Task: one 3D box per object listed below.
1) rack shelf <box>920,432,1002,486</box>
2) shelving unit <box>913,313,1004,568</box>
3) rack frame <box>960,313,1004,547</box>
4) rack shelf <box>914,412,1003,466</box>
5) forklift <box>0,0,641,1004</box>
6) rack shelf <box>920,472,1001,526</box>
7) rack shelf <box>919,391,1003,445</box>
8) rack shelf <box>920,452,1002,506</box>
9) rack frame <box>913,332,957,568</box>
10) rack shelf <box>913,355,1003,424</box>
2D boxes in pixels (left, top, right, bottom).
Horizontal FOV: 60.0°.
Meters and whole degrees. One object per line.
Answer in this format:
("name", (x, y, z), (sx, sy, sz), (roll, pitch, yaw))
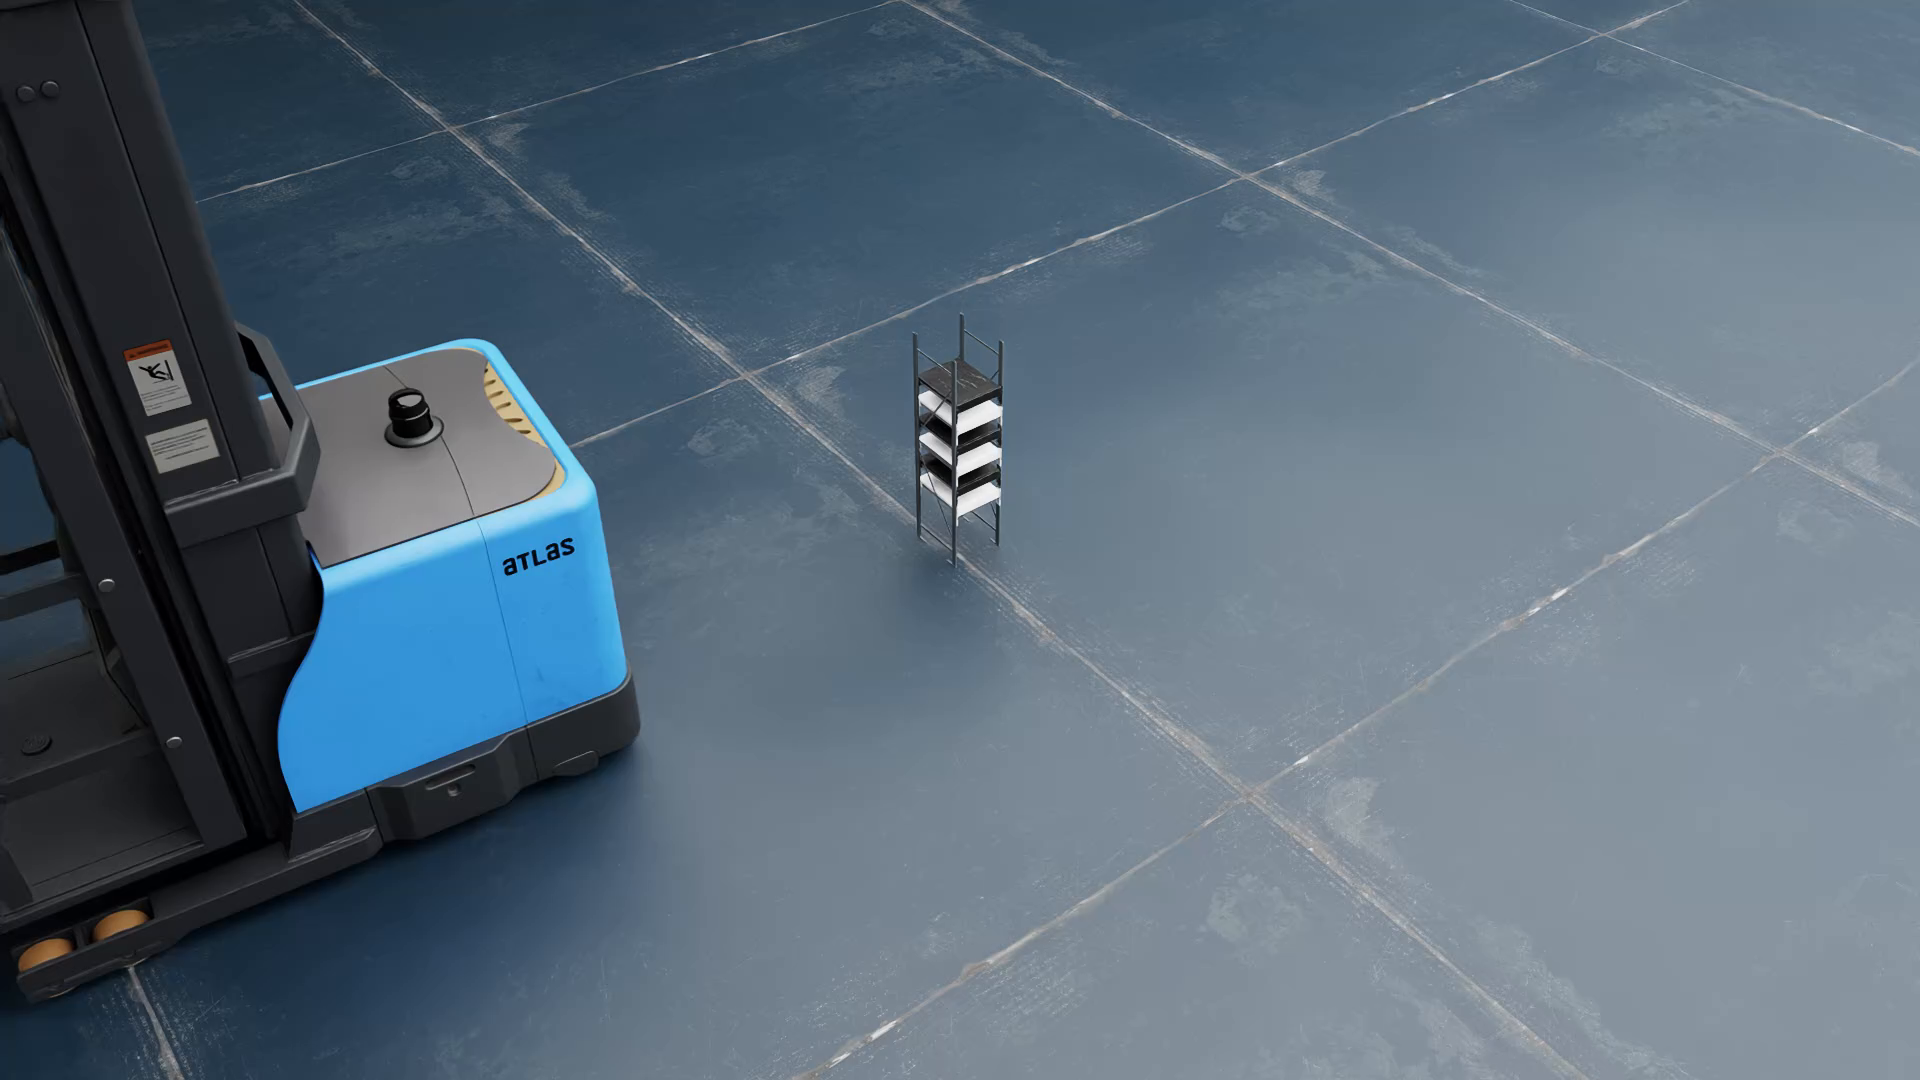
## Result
("rack shelf", (-0.006, -0.319, 5.982), (0.200, 0.077, 0.258), (-26, 46, -28))
("shelving unit", (-0.006, -0.345, 5.961), (0.210, 0.900, 0.258), (-26, 46, -28))
("rack frame", (0.074, -0.384, 6.009), (0.006, 0.900, 0.240), (-26, 46, -28))
("rack shelf", (-0.006, -0.389, 5.925), (0.200, 0.077, 0.258), (-26, 46, -28))
("forklift", (-2.564, -0.233, 4.223), (3.031, 2.935, 1.130), (-21, 44, -24))
("rack shelf", (-0.006, -0.180, 6.096), (0.200, 0.077, 0.258), (-26, 46, -28))
("rack shelf", (-0.006, -0.458, 5.868), (0.200, 0.077, 0.258), (-26, 46, -28))
("rack shelf", (-0.006, -0.249, 6.039), (0.200, 0.077, 0.258), (-26, 46, -28))
("rack frame", (-0.087, -0.305, 5.913), (0.006, 0.900, 0.240), (-26, 46, -28))
("rack shelf", (-0.006, -0.528, 5.811), (0.200, 0.077, 0.258), (-26, 46, -28))
